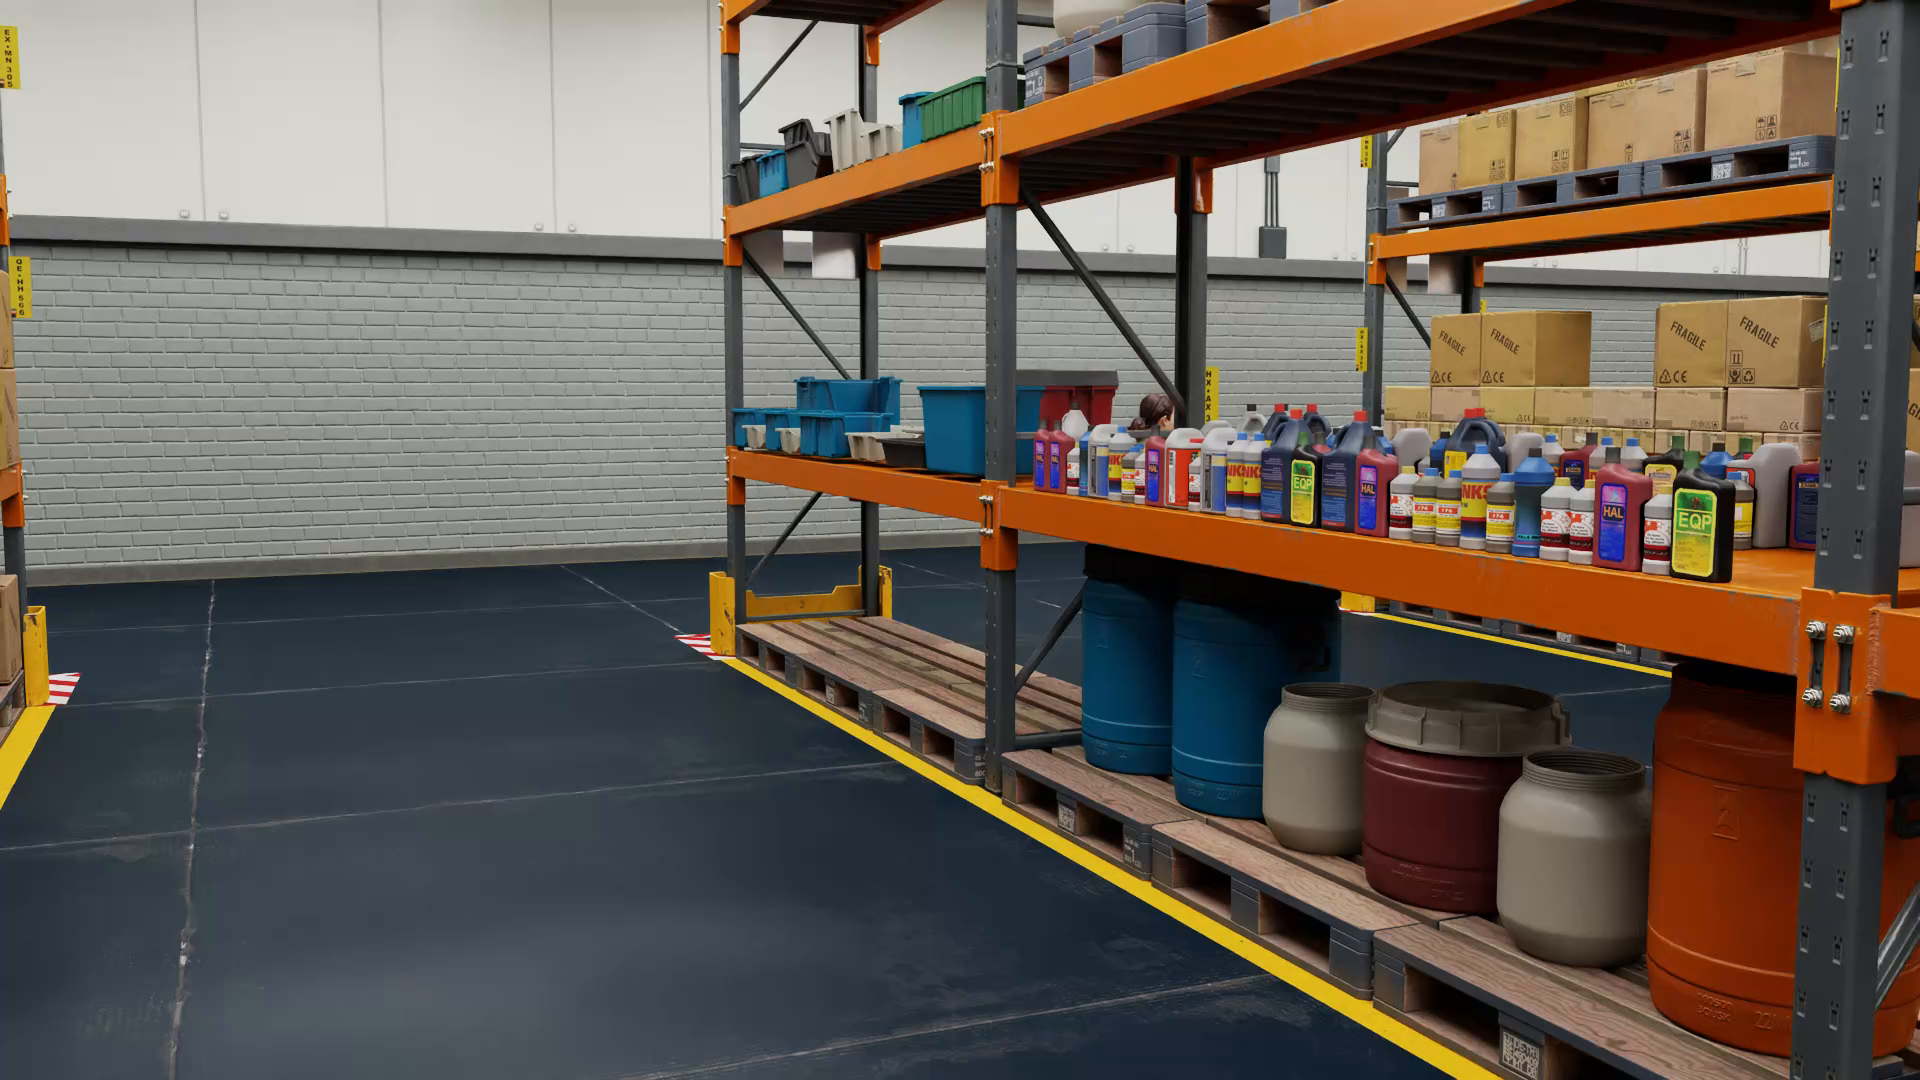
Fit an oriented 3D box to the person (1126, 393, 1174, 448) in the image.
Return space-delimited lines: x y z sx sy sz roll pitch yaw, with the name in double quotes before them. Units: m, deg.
"person" 1.056 0.027 9.190 0.362 1.671 0.511 -3 6 -27
